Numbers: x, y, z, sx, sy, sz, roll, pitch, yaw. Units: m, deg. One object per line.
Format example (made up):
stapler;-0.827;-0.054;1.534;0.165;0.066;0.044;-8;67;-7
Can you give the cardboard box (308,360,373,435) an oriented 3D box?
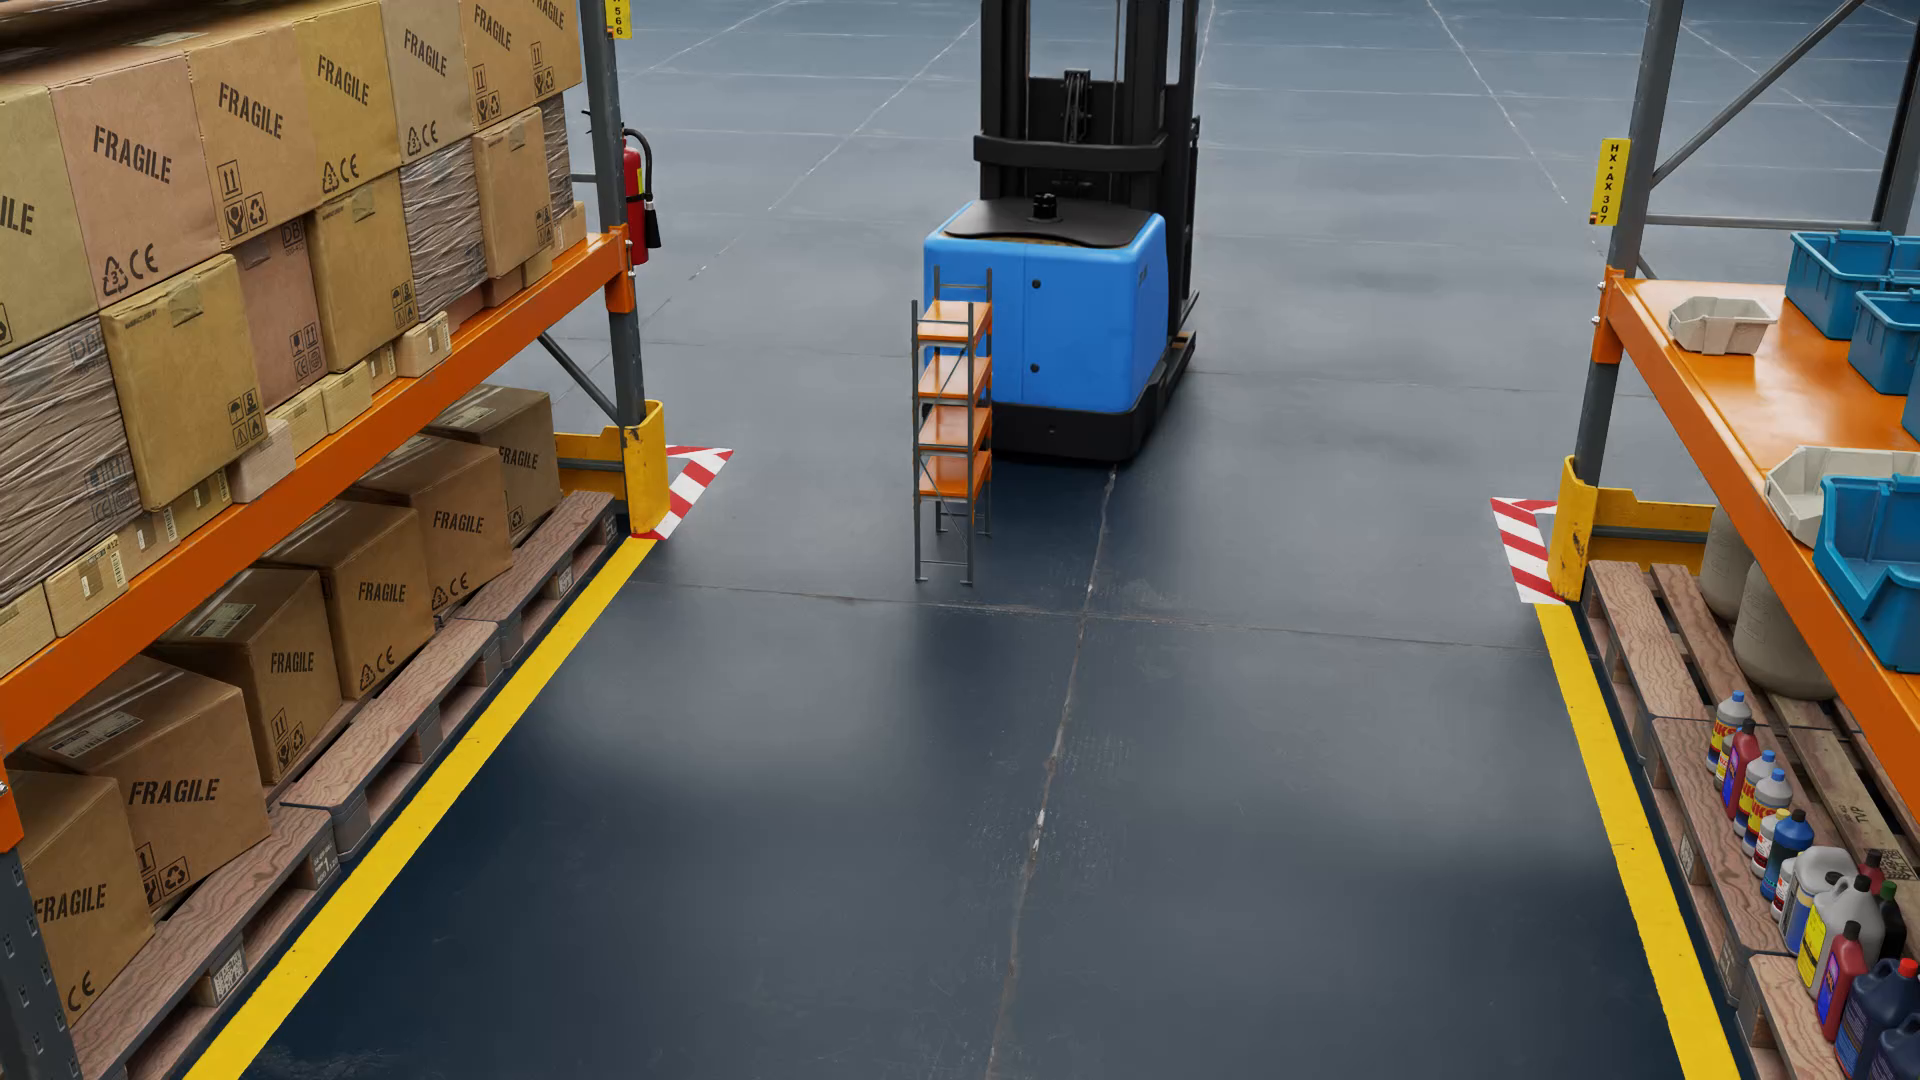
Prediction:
cardboard box;-1.988;-0.436;4.939;0.380;0.149;0.250;4;25;9

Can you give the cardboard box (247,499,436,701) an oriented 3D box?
cardboard box;-2.201;0.190;5.759;0.500;0.500;0.500;6;26;13

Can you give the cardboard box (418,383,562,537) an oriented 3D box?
cardboard box;-2.016;-0.323;6.855;0.500;0.500;0.500;9;27;18

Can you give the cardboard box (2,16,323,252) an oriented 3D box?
cardboard box;-2.065;-1.074;4.357;0.500;0.500;0.500;4;25;9

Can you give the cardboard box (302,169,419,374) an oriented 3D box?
cardboard box;-2.196;-0.845;5.048;0.875;0.500;0.500;4;25;9

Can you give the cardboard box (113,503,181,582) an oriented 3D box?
cardboard box;-2.152;-0.017;4.045;0.380;0.149;0.250;4;25;9

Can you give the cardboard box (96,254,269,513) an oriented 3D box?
cardboard box;-2.300;-0.423;4.146;0.875;0.500;0.500;4;25;9

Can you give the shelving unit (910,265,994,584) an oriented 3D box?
shelving unit;-0.027;-0.474;6.848;0.258;1.200;0.503;4;25;9

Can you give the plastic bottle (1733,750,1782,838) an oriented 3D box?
plastic bottle;2.329;0.735;4.842;0.097;0.271;0.097;0;25;0

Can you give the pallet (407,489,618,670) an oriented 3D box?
pallet;-2.078;0.107;6.772;1.003;0.211;1.213;4;25;9

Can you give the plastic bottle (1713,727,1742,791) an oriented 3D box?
plastic bottle;2.368;0.666;5.070;0.097;0.201;0.097;0;25;0

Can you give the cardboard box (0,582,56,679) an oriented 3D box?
cardboard box;-2.220;0.193;3.596;0.380;0.149;0.250;4;25;9

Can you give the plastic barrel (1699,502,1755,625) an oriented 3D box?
plastic barrel;2.956;0.035;6.076;0.421;0.512;0.421;0;25;0

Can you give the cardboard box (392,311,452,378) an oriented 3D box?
cardboard box;-1.882;-0.643;5.382;0.380;0.149;0.250;4;25;9

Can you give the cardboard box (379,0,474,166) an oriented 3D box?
cardboard box;-1.904;-1.492;5.251;0.500;0.500;0.500;4;25;9

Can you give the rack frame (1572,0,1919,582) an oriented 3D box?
rack frame;2.989;-1.182;6.237;1.000;3.000;0.127;4;25;9

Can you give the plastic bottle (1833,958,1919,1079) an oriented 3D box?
plastic bottle;2.187;1.122;3.920;0.144;0.351;0.185;3;25;6

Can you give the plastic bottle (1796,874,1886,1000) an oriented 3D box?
plastic bottle;2.240;0.987;4.209;0.144;0.351;0.185;4;25;8

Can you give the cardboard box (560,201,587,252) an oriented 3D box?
cardboard box;-1.741;-1.278;6.738;0.380;0.149;0.250;4;25;9

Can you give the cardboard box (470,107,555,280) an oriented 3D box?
cardboard box;-1.978;-1.259;5.933;0.875;0.500;0.500;4;25;9

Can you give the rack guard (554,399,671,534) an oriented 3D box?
rack guard;-1.910;-0.361;7.432;1.175;0.500;0.348;4;25;9

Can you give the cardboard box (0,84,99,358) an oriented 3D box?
cardboard box;-2.227;-0.655;3.464;0.500;0.500;0.500;4;25;9

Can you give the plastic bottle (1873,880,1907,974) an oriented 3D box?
plastic bottle;2.345;1.014;4.231;0.061;0.283;0.133;4;25;9

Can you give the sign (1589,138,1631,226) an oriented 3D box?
sign;2.447;-1.347;6.263;0.100;0.325;0.005;4;25;9

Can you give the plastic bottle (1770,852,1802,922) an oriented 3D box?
plastic bottle;2.263;0.936;4.495;0.097;0.201;0.097;0;25;0

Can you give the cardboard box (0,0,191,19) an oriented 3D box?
cardboard box;-2.501;-1.319;4.882;0.500;0.500;0.500;4;25;9

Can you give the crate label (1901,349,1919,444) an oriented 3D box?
crate label;2.955;-0.409;4.544;0.502;0.435;0.616;4;25;9

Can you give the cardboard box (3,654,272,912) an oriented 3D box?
cardboard box;-2.360;0.685;4.701;0.500;0.500;0.500;13;28;25

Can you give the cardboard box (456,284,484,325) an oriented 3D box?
cardboard box;-1.910;-0.860;5.845;0.380;0.149;0.250;4;25;9

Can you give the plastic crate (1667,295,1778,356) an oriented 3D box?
plastic crate;2.525;-0.710;5.540;0.298;0.136;0.250;4;25;9

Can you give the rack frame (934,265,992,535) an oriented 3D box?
rack frame;0.013;-0.576;7.066;0.240;1.200;0.015;4;25;9

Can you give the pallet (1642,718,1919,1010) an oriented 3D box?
pallet;2.683;0.964;4.941;1.003;0.211;1.213;4;25;9

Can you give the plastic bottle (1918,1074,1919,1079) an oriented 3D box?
plastic bottle;2.088;1.298;3.624;0.061;0.283;0.133;5;26;11

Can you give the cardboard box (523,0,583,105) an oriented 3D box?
cardboard box;-1.744;-1.911;6.145;0.500;0.500;0.500;4;25;9

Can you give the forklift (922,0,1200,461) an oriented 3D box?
forklift;0.711;-2.302;8.710;1.130;2.935;3.031;7;26;14

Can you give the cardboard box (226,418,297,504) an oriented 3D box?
cardboard box;-2.039;-0.224;4.487;0.380;0.149;0.250;4;25;9

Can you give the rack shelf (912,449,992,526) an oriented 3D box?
rack shelf;-0.027;-0.233;6.960;0.258;0.148;0.480;4;25;9

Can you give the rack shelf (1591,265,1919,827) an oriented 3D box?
rack shelf;2.662;-0.020;4.602;1.077;0.370;4.000;4;25;9

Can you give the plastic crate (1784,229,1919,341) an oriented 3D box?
plastic crate;3.202;-0.884;5.777;0.499;0.251;0.616;4;25;9

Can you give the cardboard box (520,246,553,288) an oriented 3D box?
cardboard box;-1.772;-1.065;6.283;0.380;0.149;0.250;4;25;9

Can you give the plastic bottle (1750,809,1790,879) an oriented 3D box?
plastic bottle;2.296;0.850;4.678;0.097;0.201;0.097;0;25;0

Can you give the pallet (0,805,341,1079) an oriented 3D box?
pallet;-2.477;1.128;4.592;1.003;0.211;1.213;4;25;9

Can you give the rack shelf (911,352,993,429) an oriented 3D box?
rack shelf;-0.027;-0.616;6.781;0.258;0.148;0.480;4;25;9
